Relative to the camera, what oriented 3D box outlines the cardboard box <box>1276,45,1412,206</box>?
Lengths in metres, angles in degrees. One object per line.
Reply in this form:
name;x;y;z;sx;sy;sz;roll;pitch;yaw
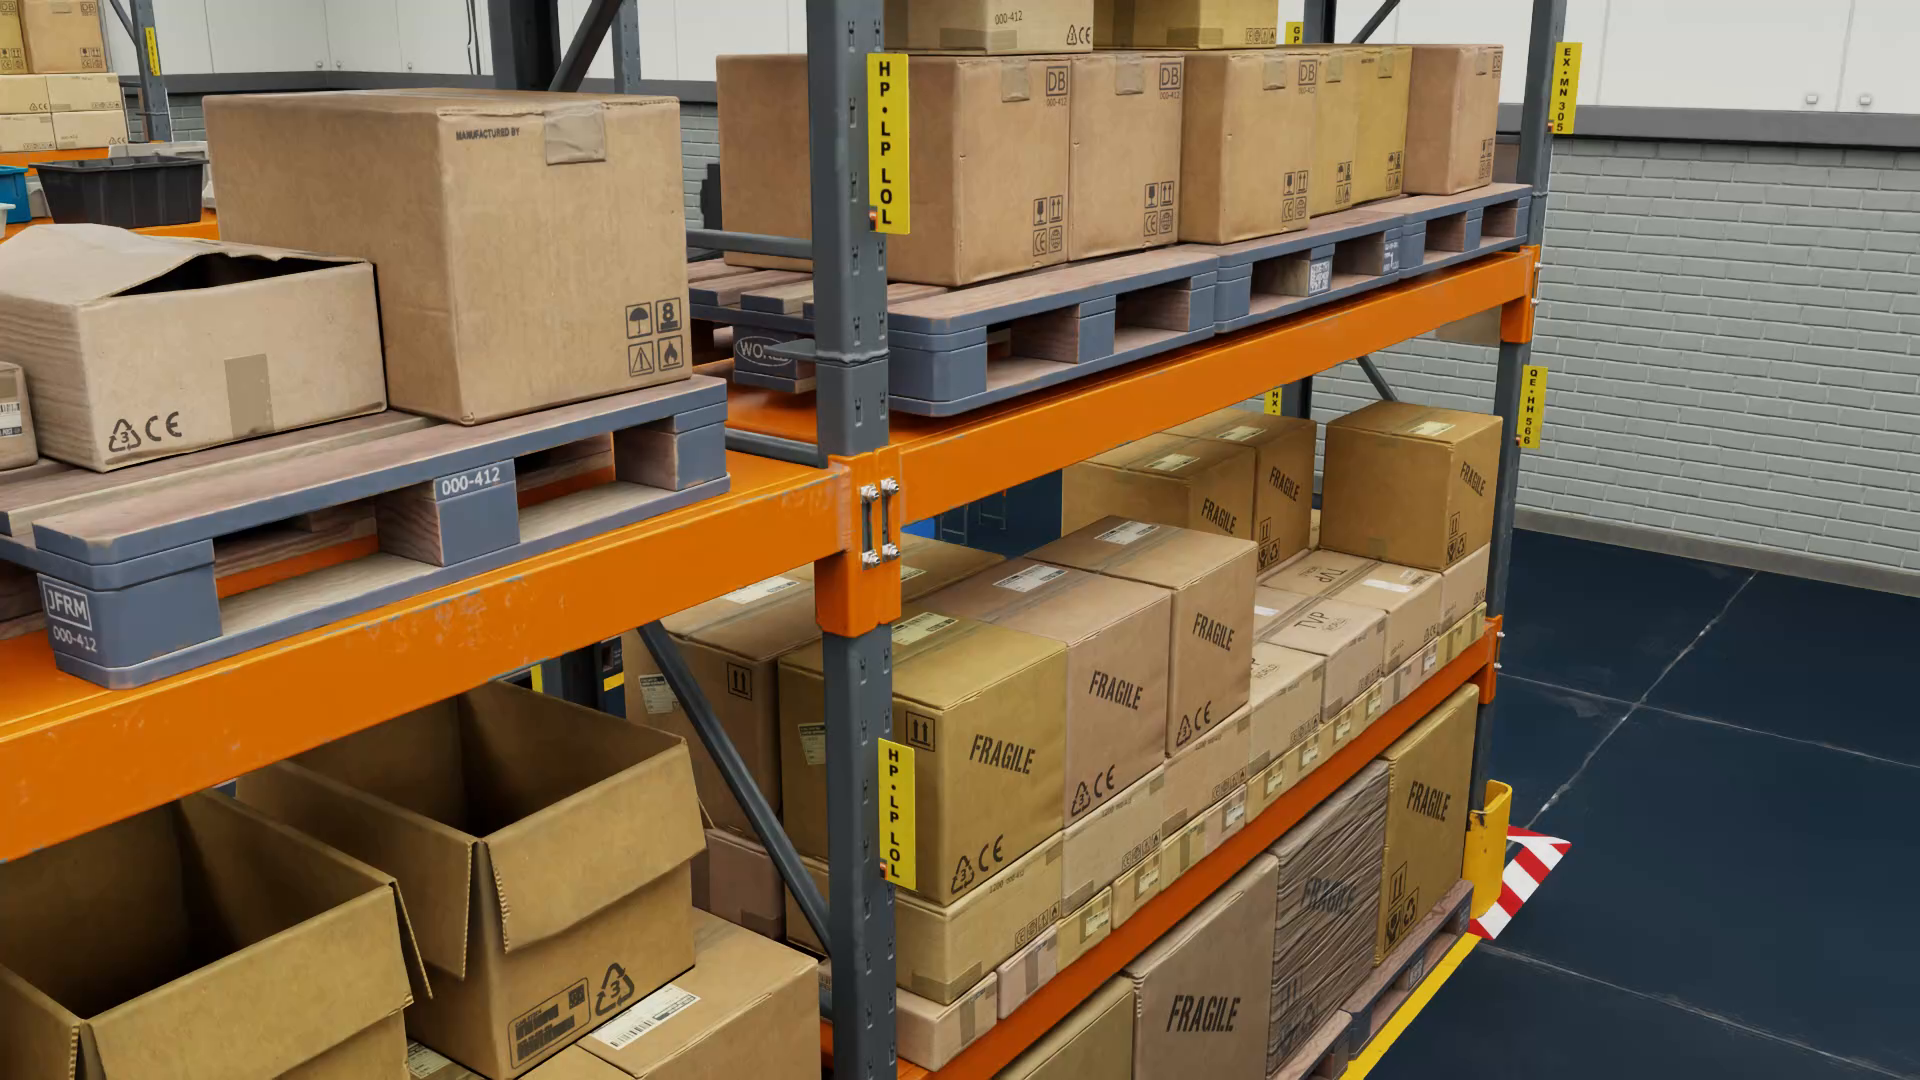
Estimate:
cardboard box;1.107;-1.436;5.706;0.700;0.500;0.500;12;21;33

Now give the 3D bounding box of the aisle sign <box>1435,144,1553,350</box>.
aisle sign;2.090;-1.159;6.534;0.394;0.787;0.004;12;21;35

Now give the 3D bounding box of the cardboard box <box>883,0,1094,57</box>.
cardboard box;-0.012;-1.310;4.036;0.500;0.250;0.500;11;20;31

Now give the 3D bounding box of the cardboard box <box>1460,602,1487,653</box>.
cardboard box;1.858;0.310;6.611;0.380;0.149;0.250;13;21;36

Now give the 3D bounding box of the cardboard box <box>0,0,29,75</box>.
cardboard box;-6.806;-3.433;11.328;0.700;0.500;0.500;12;21;35

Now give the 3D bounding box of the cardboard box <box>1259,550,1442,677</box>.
cardboard box;1.428;0.260;6.101;0.500;0.250;0.500;12;21;34

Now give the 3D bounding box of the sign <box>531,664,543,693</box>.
sign;-1.024;0.451;4.141;0.100;0.325;0.005;12;21;35

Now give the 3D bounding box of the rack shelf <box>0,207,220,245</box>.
rack shelf;-3.363;-1.441;7.981;1.077;0.370;4.000;12;21;35

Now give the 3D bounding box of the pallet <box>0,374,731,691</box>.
pallet;-1.084;-0.114;2.819;0.805;0.209;1.217;11;21;33

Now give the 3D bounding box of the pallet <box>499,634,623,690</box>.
pallet;-2.694;0.693;9.656;1.003;0.211;1.213;12;21;35

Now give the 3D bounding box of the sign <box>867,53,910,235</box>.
sign;-0.136;-0.736;3.097;0.100;0.325;0.005;12;21;35

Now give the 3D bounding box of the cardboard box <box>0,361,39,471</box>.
cardboard box;-1.585;-0.185;2.440;0.380;0.149;0.250;11;21;32

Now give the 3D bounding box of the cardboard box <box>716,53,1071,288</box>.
cardboard box;-0.159;-0.926;4.064;0.700;0.500;0.500;11;20;31

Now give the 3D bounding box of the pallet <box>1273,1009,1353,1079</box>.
pallet;0.665;1.872;5.859;1.003;0.211;1.213;12;21;35

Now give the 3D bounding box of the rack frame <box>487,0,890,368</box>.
rack frame;-0.577;-1.865;3.077;1.000;3.000;0.127;12;21;35

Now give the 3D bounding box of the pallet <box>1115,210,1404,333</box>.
pallet;0.646;-0.873;5.088;1.003;0.211;1.213;12;21;35

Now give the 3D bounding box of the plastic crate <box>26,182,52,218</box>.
plastic crate;-4.103;-1.552;7.571;0.293;0.136;0.466;12;21;35

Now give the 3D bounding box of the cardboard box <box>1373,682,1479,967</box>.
cardboard box;1.489;1.028;6.751;0.875;0.875;0.875;12;21;35

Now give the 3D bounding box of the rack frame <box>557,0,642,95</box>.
rack frame;-2.172;-3.693;8.963;1.000;3.000;0.127;12;21;35

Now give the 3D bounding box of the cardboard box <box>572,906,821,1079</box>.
cardboard box;-0.637;1.112;3.438;0.500;0.500;0.500;12;21;35

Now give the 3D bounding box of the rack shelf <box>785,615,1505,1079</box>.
rack shelf;0.614;0.867;5.607;1.077;0.370;4.000;12;21;35

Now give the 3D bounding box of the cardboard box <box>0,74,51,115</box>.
cardboard box;-6.547;-3.017;11.255;0.500;0.250;0.500;12;21;35

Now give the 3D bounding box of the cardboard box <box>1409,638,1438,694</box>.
cardboard box;1.554;0.432;6.218;0.380;0.149;0.250;12;21;35

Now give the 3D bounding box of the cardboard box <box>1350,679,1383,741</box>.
cardboard box;1.251;0.553;5.827;0.380;0.149;0.250;12;21;33

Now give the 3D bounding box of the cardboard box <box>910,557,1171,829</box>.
cardboard box;0.213;0.386;4.429;0.500;0.500;0.500;12;21;35

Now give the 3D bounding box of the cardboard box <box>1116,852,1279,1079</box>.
cardboard box;0.416;1.456;5.370;0.875;0.875;0.875;12;21;35

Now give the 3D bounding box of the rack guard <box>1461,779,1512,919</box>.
rack guard;1.820;1.235;7.424;1.175;0.500;0.348;12;21;35

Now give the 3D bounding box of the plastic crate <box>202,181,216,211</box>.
plastic crate;-3.204;-1.599;7.721;0.437;0.136;0.530;12;21;35

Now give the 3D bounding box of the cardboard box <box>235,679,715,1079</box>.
cardboard box;-0.951;0.626;3.309;0.797;0.503;0.637;12;21;33

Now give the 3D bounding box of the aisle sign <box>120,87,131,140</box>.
aisle sign;-6.343;-3.014;12.508;0.394;0.787;0.004;12;21;35

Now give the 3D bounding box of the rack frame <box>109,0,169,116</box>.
rack frame;-6.148;-4.569;11.785;1.000;3.000;0.127;12;21;35

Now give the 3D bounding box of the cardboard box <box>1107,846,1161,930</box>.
cardboard box;0.334;0.920;4.648;0.380;0.149;0.250;12;21;33

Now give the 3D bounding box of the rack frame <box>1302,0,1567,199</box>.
rack frame;1.806;-2.818;6.145;1.000;3.000;0.127;12;21;35

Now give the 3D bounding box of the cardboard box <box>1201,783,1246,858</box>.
cardboard box;0.638;0.799;5.036;0.380;0.149;0.250;13;21;35

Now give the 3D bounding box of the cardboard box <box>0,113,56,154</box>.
cardboard box;-6.549;-2.779;11.331;0.500;0.250;0.500;12;21;35

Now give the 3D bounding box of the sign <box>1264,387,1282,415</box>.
sign;1.364;-0.504;7.215;0.100;0.325;0.005;12;21;35

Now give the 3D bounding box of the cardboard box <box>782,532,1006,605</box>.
cardboard box;-0.216;0.296;4.720;0.500;0.500;0.500;13;21;35

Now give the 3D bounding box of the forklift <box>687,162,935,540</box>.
forklift;-1.060;-0.437;8.710;1.130;2.935;3.031;5;18;16

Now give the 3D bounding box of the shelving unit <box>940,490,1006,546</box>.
shelving unit;0.099;-0.612;12.193;0.258;1.200;0.503;12;21;35

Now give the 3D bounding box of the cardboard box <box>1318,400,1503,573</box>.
cardboard box;1.727;-0.219;6.378;0.500;0.500;0.500;13;21;35

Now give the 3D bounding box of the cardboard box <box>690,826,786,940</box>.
cardboard box;-0.525;0.778;4.433;0.500;0.250;0.500;12;21;34

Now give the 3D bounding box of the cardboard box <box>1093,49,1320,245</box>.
cardboard box;0.590;-1.153;4.794;0.700;0.500;0.500;14;22;37

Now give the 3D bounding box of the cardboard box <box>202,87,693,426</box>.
cardboard box;-0.915;-0.541;2.994;0.700;0.500;0.500;13;22;36

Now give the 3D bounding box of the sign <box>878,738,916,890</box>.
sign;-0.136;0.578;3.505;0.100;0.325;0.005;12;21;35

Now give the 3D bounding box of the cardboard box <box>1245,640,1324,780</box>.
cardboard box;0.818;0.506;5.309;0.500;0.250;0.500;12;21;35

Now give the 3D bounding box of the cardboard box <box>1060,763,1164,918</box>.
cardboard box;0.213;0.746;4.535;0.500;0.250;0.500;12;21;34

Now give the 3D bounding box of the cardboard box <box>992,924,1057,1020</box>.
cardboard box;0.023;1.045;4.243;0.380;0.149;0.250;12;21;33

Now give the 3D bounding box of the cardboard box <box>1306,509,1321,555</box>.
cardboard box;1.303;0.043;6.798;0.500;0.250;0.500;12;21;33

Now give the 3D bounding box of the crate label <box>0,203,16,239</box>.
crate label;-4.031;-1.248;6.590;0.293;0.136;0.466;12;21;35

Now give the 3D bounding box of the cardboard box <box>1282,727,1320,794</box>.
cardboard box;0.947;0.674;5.439;0.380;0.149;0.250;13;21;36

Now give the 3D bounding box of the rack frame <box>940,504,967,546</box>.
rack frame;-0.047;-0.554;12.006;0.240;1.200;0.015;12;21;35

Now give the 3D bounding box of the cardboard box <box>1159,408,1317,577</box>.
cardboard box;1.005;-0.196;6.304;0.500;0.500;0.500;12;21;33
